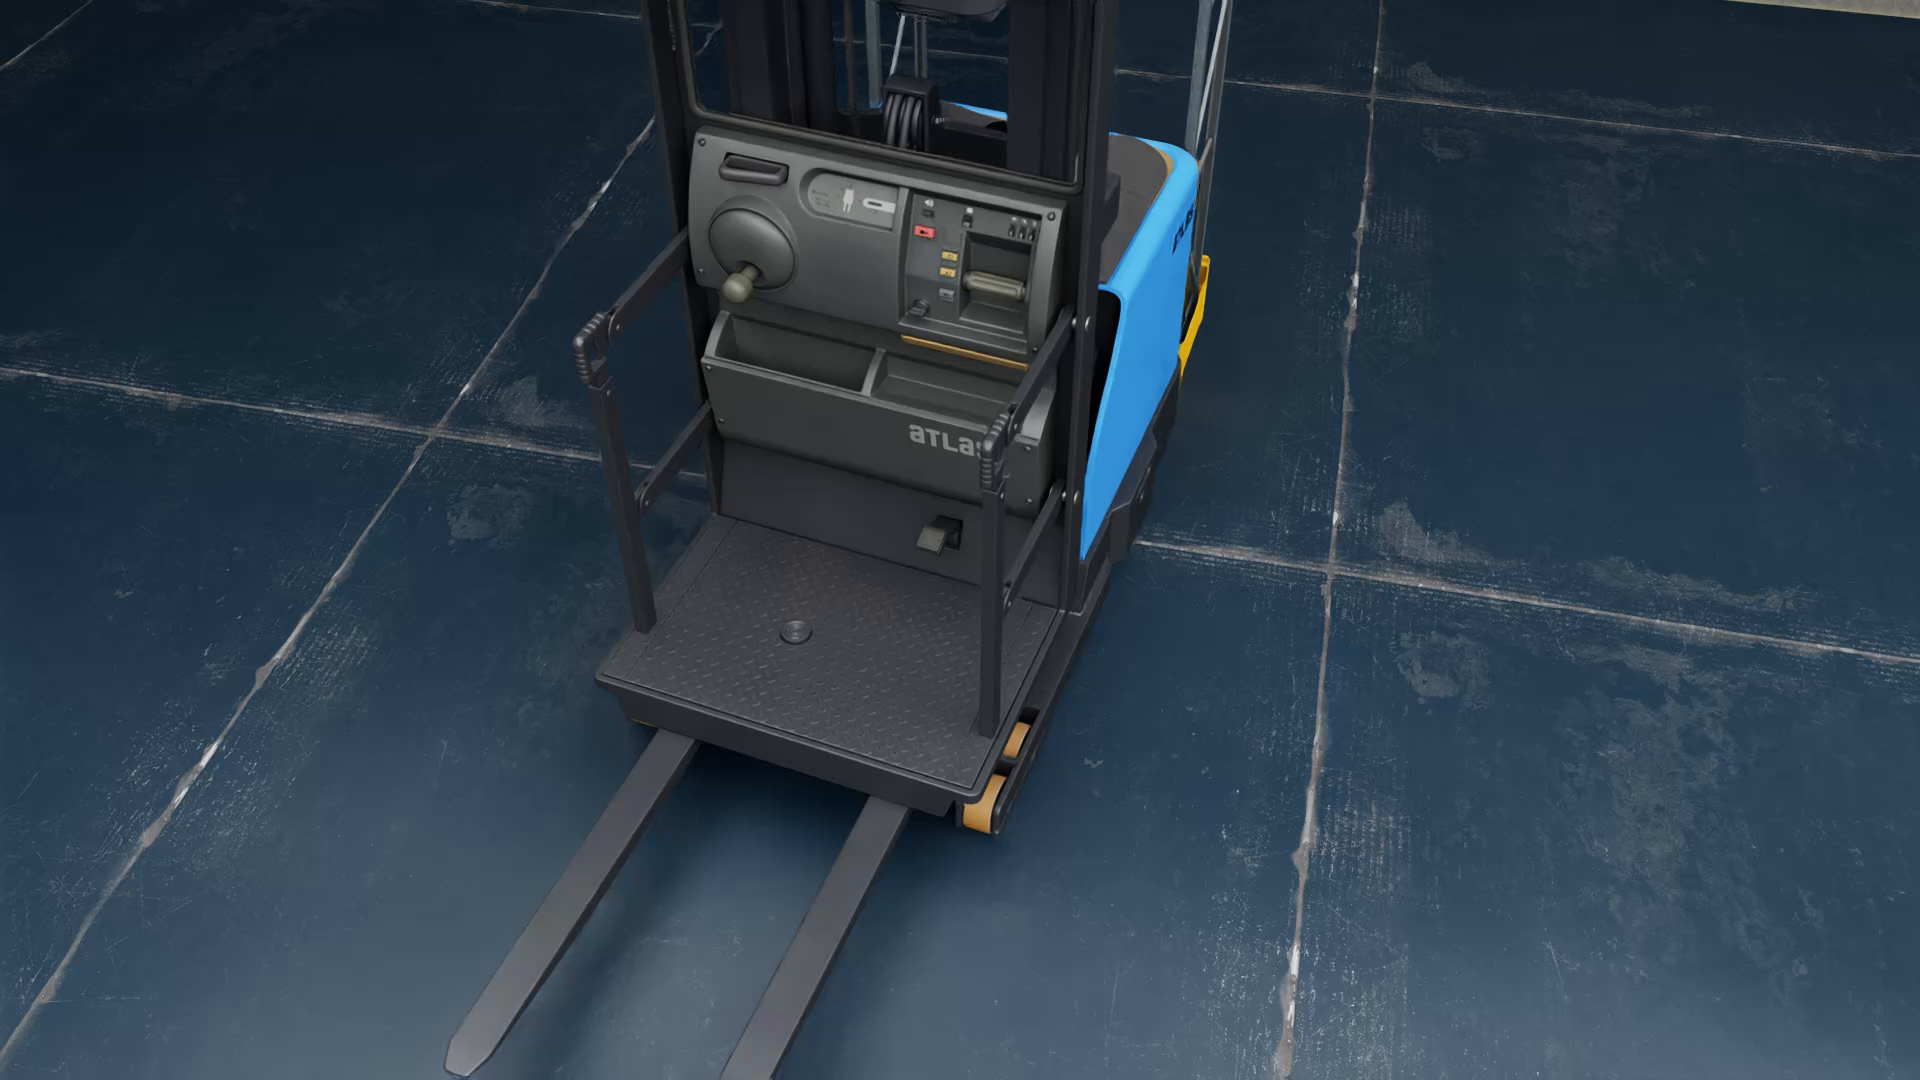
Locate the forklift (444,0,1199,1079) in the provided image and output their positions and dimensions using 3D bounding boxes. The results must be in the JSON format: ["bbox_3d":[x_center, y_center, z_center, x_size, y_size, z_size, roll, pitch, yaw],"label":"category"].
[{"bbox_3d":[-0.289,-0.610,3.770,1.130,2.935,3.031,15,46,15],"label":"forklift"}]

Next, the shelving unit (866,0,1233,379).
[{"bbox_3d":[0.296,-1.294,5.511,1.083,1.500,0.587,12,45,12],"label":"shelving unit"}]

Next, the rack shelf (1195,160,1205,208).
[{"bbox_3d":[0.287,-1.166,5.638,1.000,0.185,0.538,12,45,12],"label":"rack shelf"}]

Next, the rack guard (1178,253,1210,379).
[{"bbox_3d":[0.770,-0.739,5.836,0.087,0.250,0.587,12,45,12],"label":"rack guard"}]

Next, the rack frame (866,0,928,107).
[{"bbox_3d":[-0.198,-1.401,5.622,0.032,1.500,0.500,12,45,12],"label":"rack frame"}]

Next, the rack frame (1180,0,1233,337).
[{"bbox_3d":[0.772,-1.190,5.404,0.032,1.500,0.500,12,45,12],"label":"rack frame"}]
